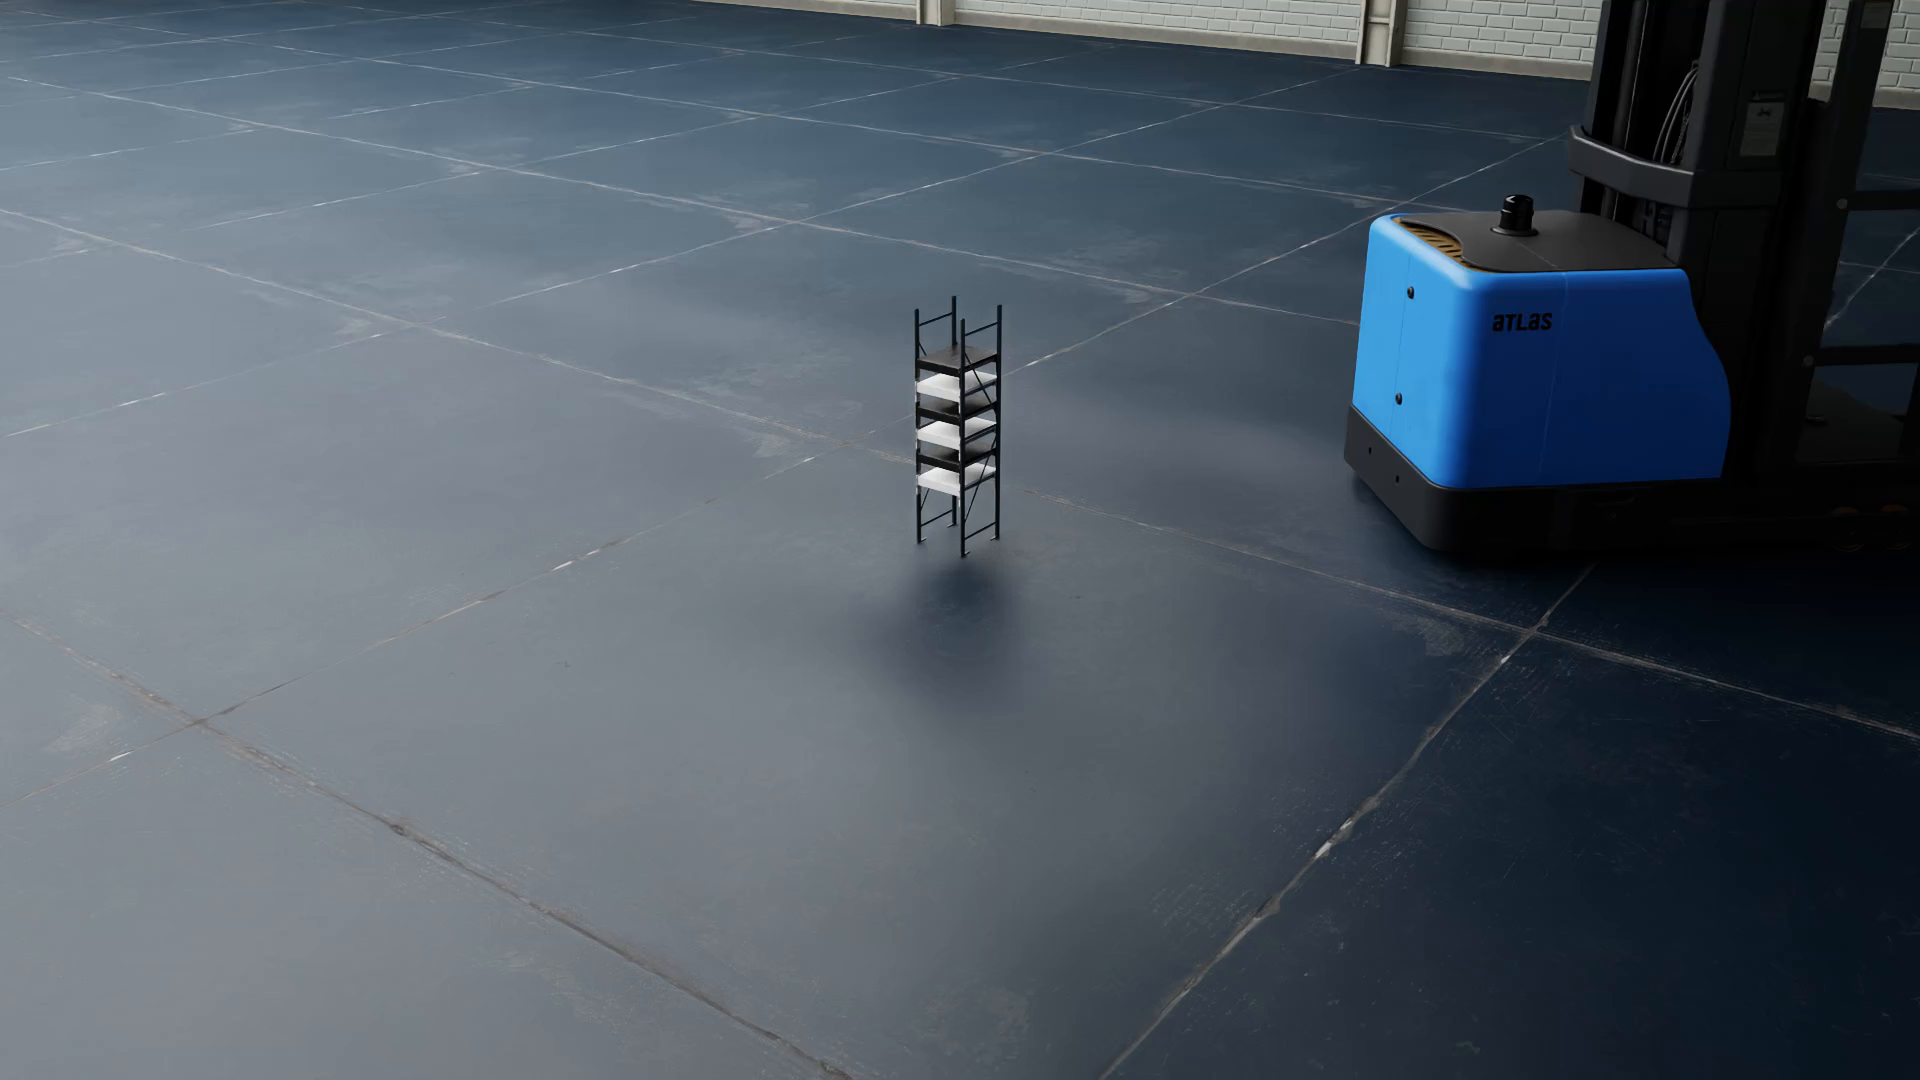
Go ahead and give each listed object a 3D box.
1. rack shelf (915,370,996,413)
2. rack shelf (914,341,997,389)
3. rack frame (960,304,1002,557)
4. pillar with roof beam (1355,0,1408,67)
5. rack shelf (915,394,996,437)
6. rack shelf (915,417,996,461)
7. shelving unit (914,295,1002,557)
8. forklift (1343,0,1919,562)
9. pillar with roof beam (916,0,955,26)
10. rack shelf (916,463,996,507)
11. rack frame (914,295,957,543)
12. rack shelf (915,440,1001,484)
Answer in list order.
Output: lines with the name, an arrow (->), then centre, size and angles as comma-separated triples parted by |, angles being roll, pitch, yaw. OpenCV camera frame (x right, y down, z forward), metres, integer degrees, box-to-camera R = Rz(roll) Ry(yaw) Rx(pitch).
rack shelf -> -0.006, -0.548, 6.014 | 0.200, 0.077, 0.258 | 17, 29, 33
rack shelf -> -0.006, -0.630, 5.978 | 0.200, 0.077, 0.258 | 17, 29, 33
rack frame -> 0.075, -0.389, 6.017 | 0.006, 0.900, 0.240 | 17, 29, 33
pillar with roof beam -> 1.913, -7.849, 12.903 | 0.400, 9.000, 9.100 | 17, 29, 33
rack shelf -> -0.006, -0.466, 6.050 | 0.200, 0.077, 0.258 | 17, 29, 33
rack shelf -> -0.006, -0.383, 6.086 | 0.200, 0.077, 0.258 | 17, 29, 33
shelving unit -> -0.006, -0.414, 6.073 | 0.210, 0.900, 0.258 | 17, 29, 33
forklift -> 3.129, -1.505, 6.031 | 3.031, 2.935, 1.130 | -3, 24, -6
pillar with roof beam -> -2.888, -9.300, 16.196 | 0.400, 9.000, 9.100 | 17, 29, 33
rack shelf -> -0.006, -0.219, 6.159 | 0.200, 0.077, 0.258 | 17, 29, 33
rack frame -> -0.088, -0.438, 6.129 | 0.006, 0.900, 0.240 | 17, 29, 33
rack shelf -> -0.006, -0.301, 6.123 | 0.200, 0.077, 0.258 | 17, 29, 33
